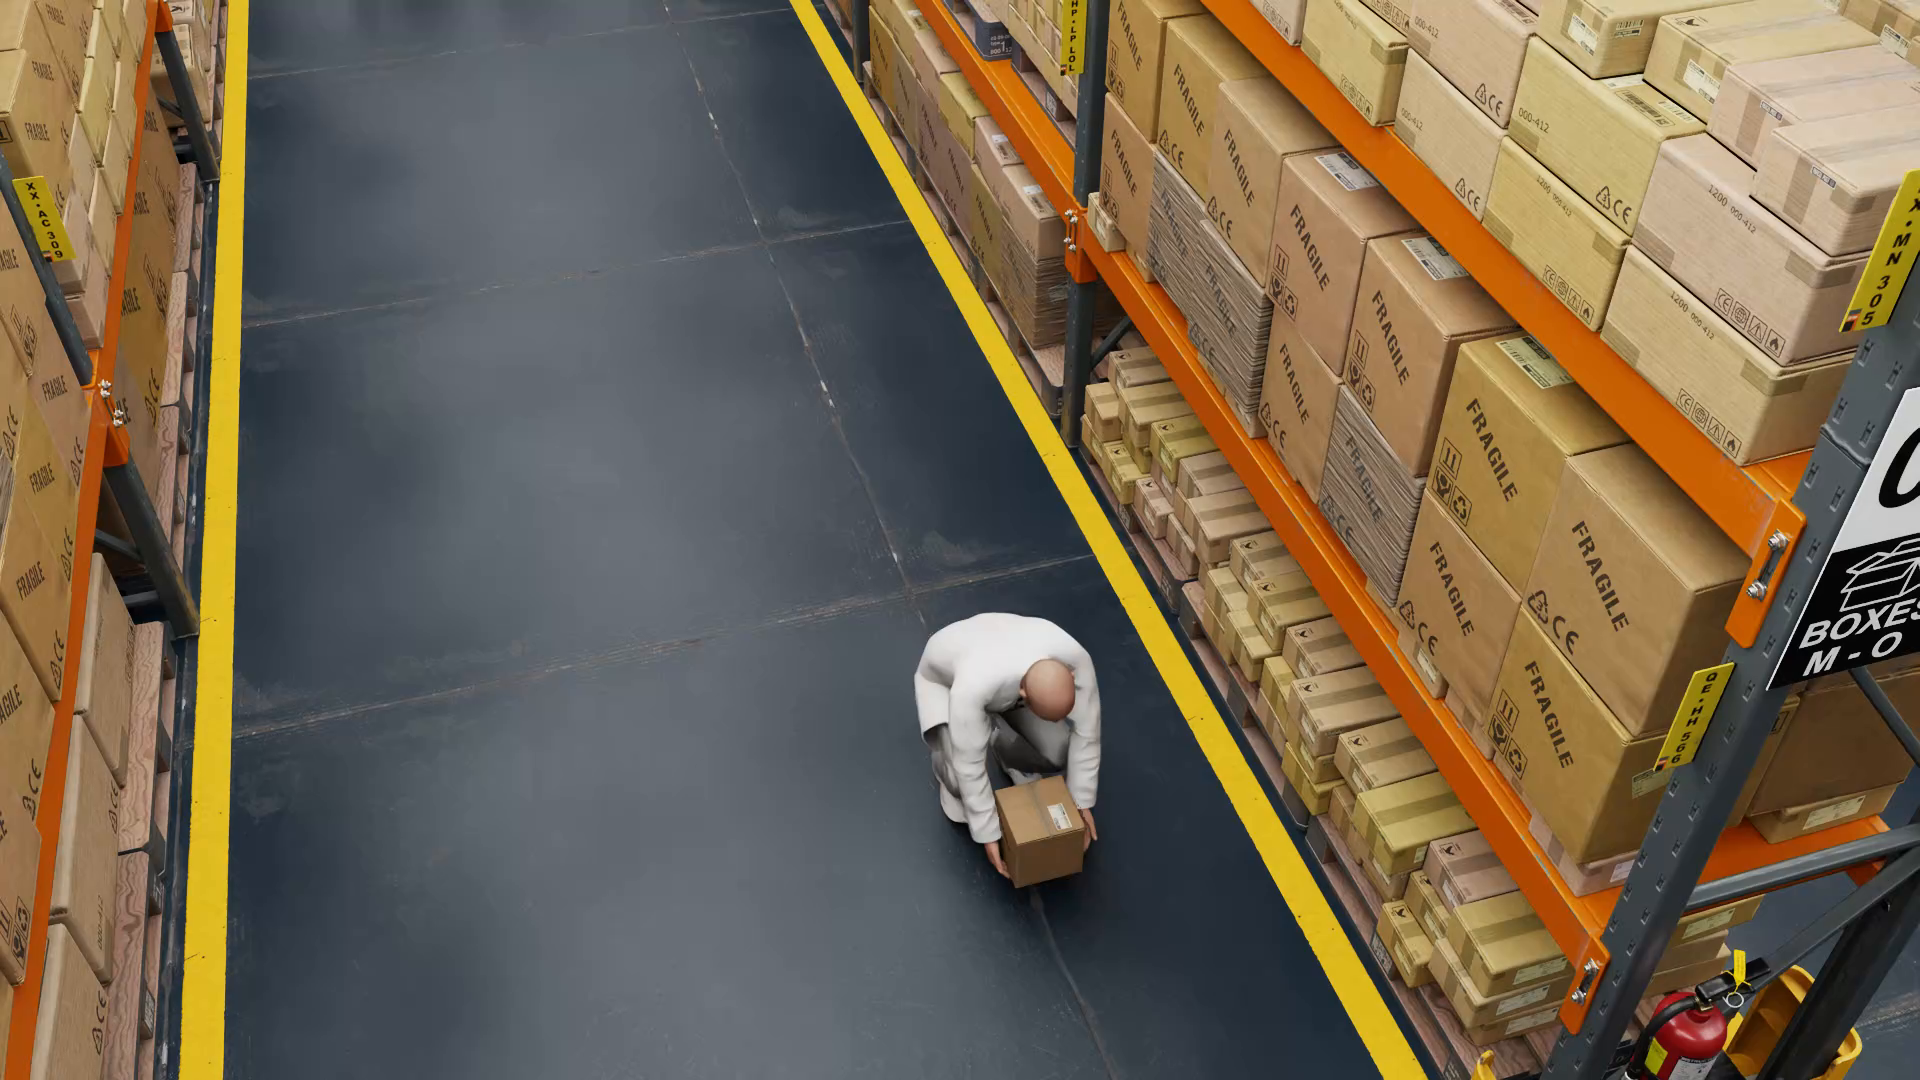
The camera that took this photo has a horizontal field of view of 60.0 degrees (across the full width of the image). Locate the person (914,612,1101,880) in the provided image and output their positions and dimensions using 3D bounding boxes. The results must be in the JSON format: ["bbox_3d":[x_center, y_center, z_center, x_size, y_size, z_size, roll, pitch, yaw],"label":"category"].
[{"bbox_3d":[0.169,0.643,6.020,0.612,1.020,0.913,-13,43,-14],"label":"person"}]
